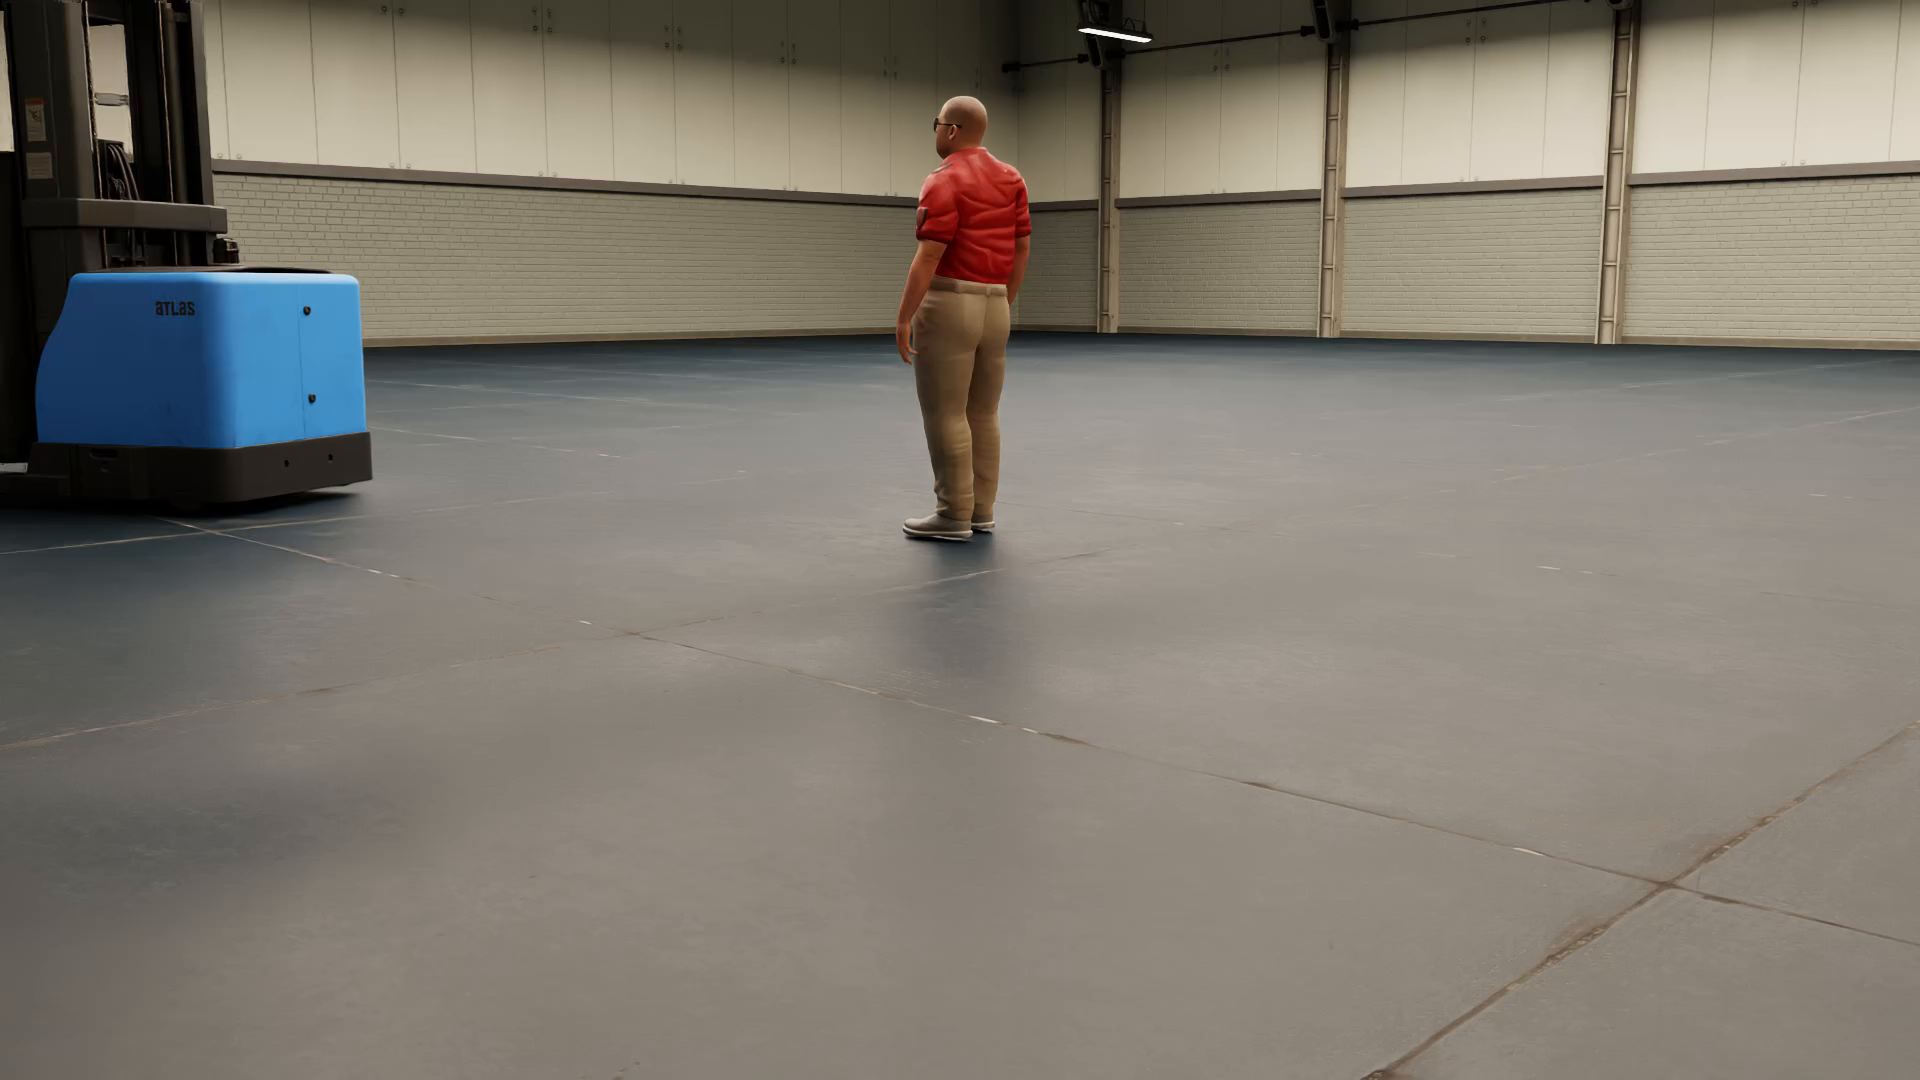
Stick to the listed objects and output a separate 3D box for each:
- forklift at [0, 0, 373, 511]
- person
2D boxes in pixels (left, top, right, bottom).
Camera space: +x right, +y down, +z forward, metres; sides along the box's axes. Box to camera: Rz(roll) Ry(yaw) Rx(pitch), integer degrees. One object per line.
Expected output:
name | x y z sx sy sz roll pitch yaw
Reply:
forklift | -4.477 -1.681 8.037 3.031 2.935 1.130 3 9 18
person | -0.056 -0.872 6.658 0.551 1.727 0.640 8 12 43
